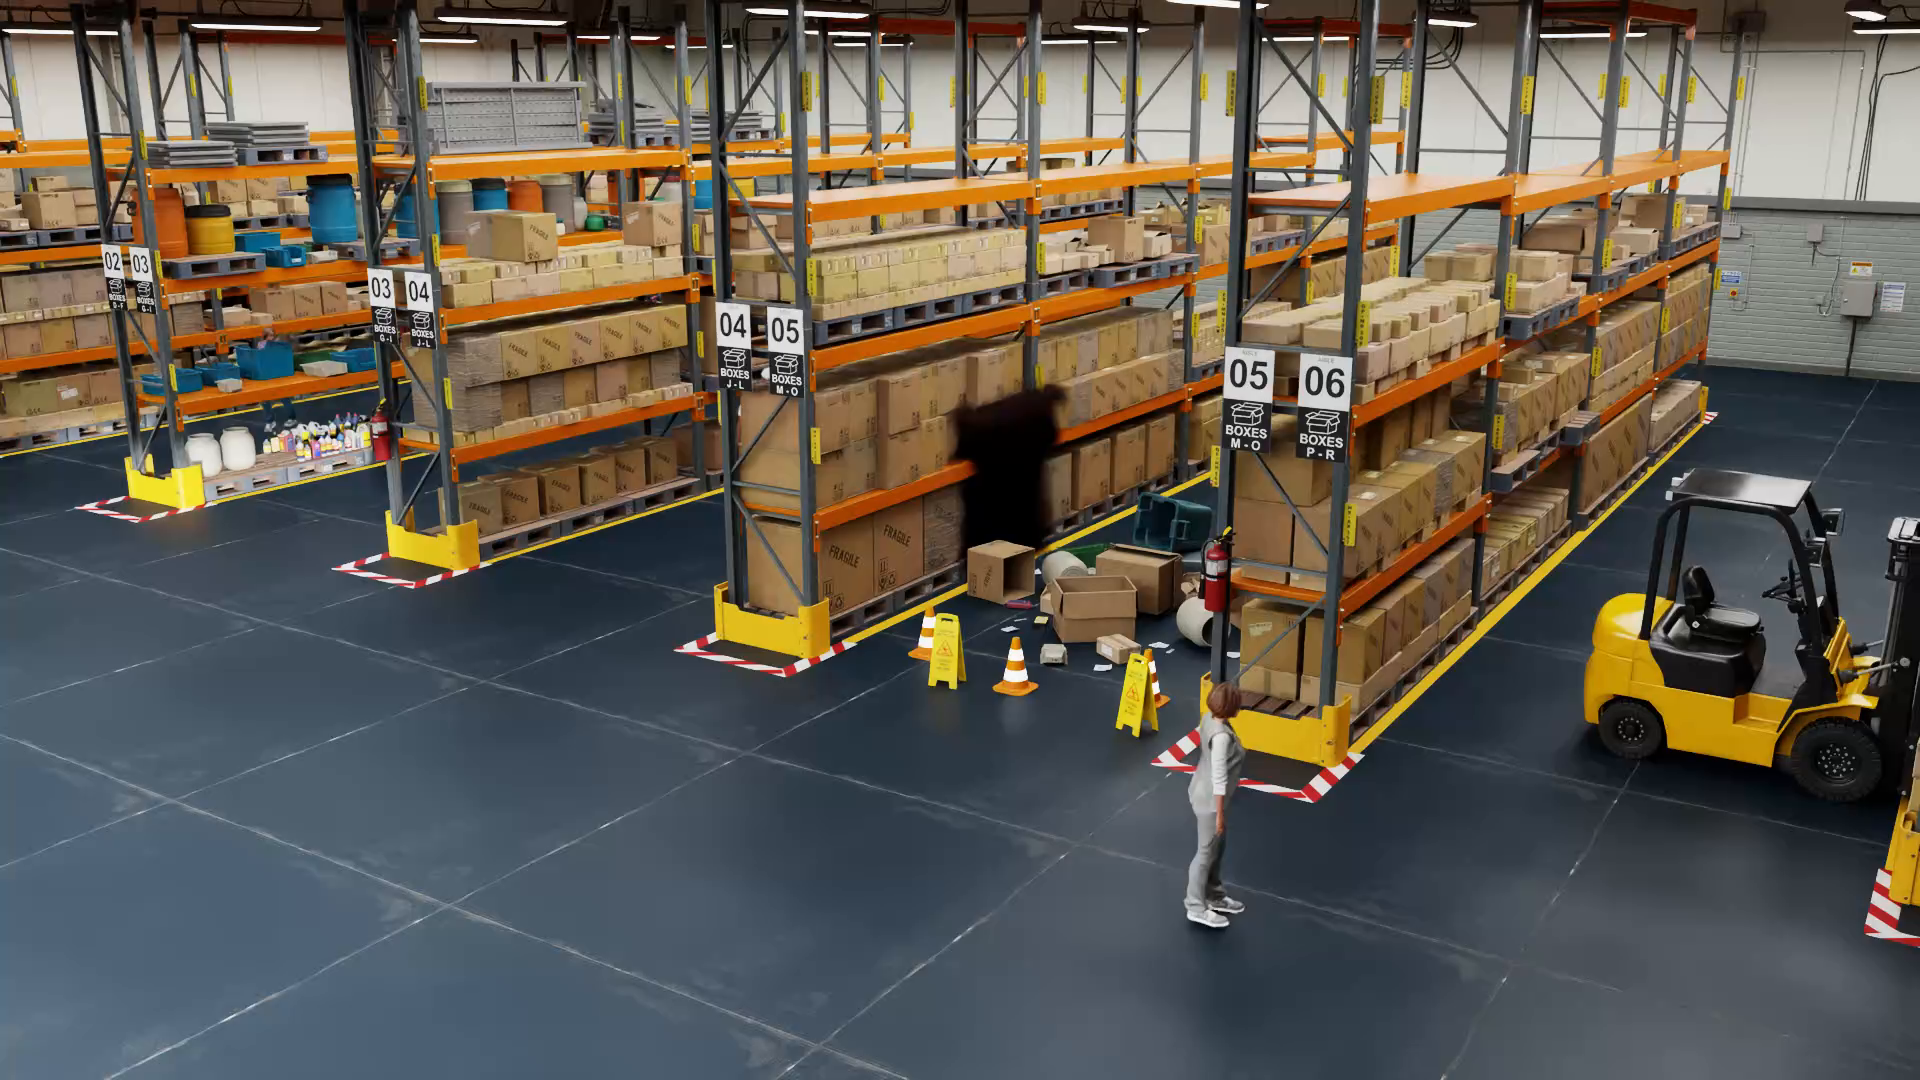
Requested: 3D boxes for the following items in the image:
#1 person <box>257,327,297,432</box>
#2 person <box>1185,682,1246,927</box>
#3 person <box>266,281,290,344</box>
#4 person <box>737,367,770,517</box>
[{"bbox_3d":[-10.353,-2.440,25.161,0.552,1.607,0.634,5,16,18],"label":"person"},{"bbox_3d":[1.615,1.643,10.327,0.391,1.612,0.426,2,16,6],"label":"person"},{"bbox_3d":[-12.305,-3.874,29.911,0.568,1.741,0.388,-4,16,-14],"label":"person"},{"bbox_3d":[-2.281,-1.064,18.788,0.612,1.792,0.482,-10,19,-33],"label":"person"}]
